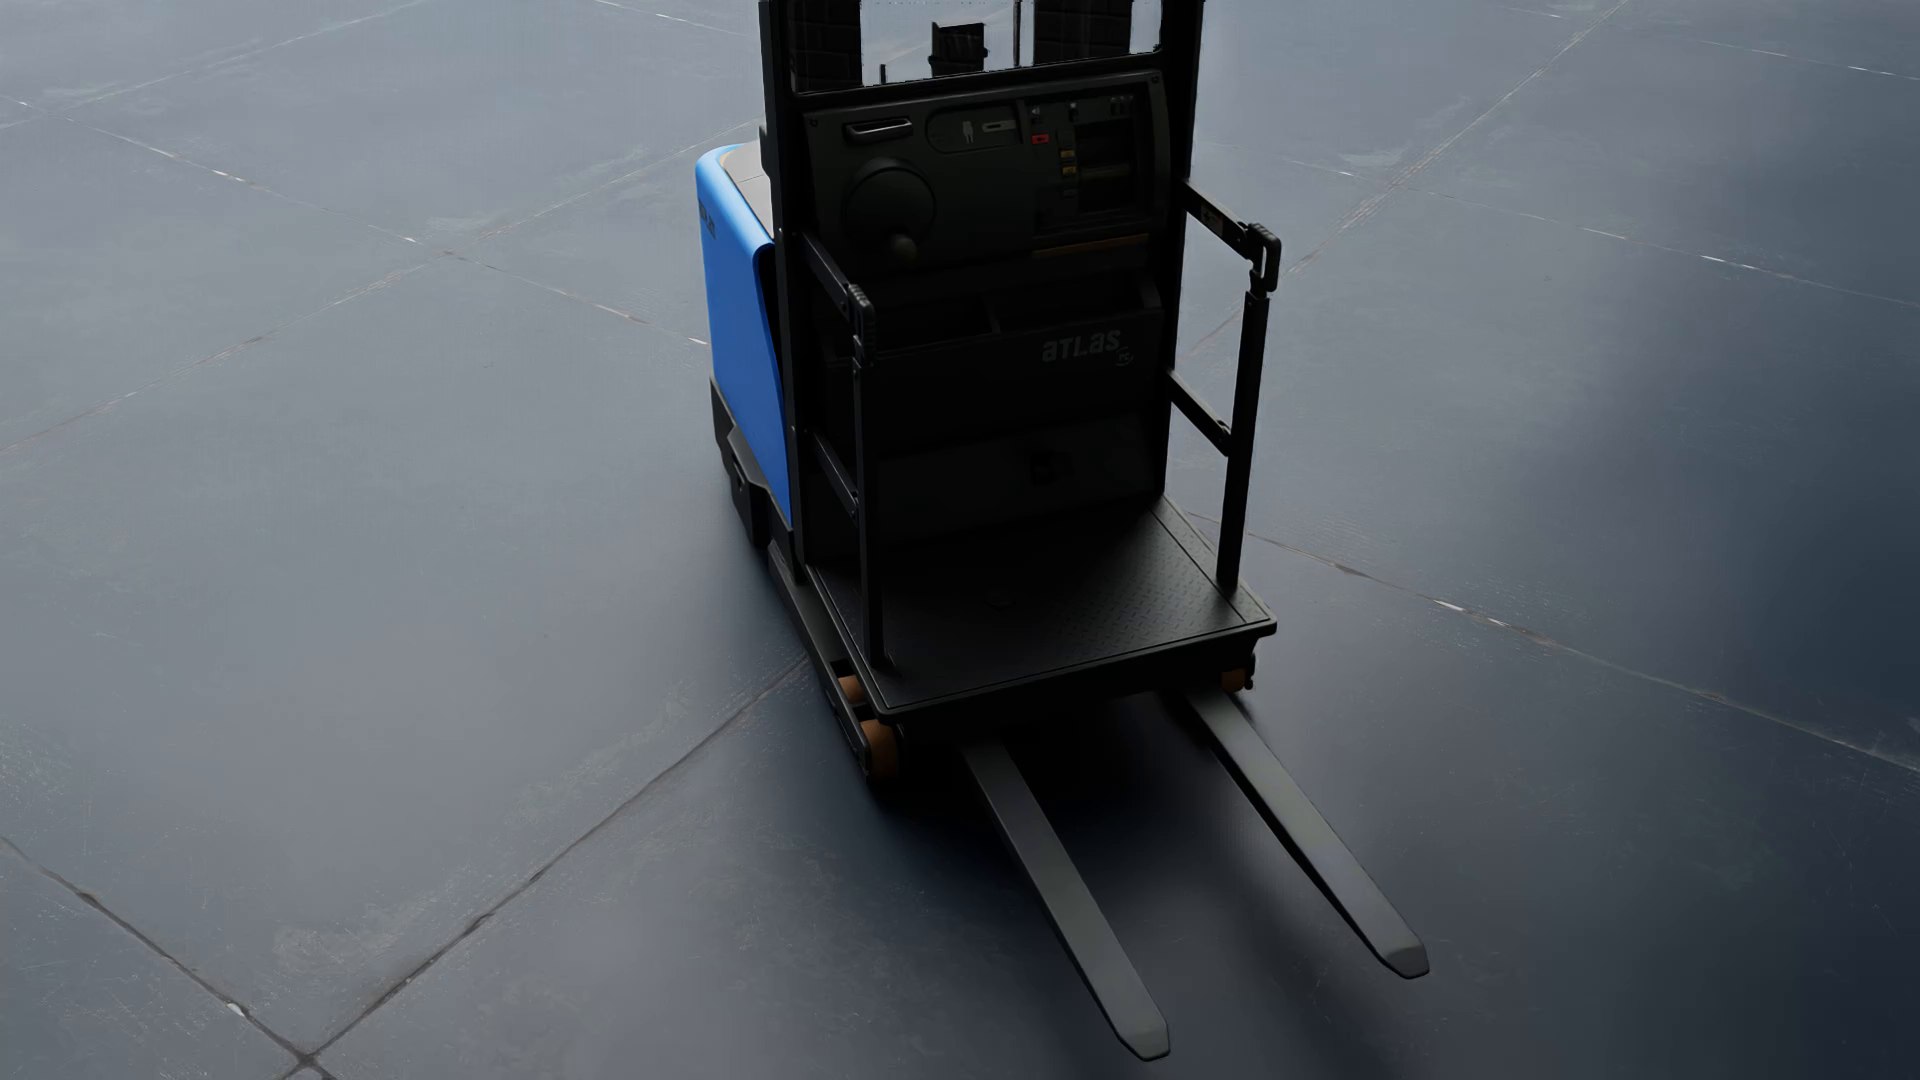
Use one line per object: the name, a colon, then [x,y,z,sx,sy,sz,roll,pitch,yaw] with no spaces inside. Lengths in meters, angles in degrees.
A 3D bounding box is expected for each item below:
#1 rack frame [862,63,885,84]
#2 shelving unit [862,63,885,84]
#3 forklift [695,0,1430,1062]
rack frame: [-0.352,-1.074,5.767,0.240,1.200,0.006,15,37,21]
shelving unit: [-0.392,-1.028,5.698,0.258,1.200,0.189,15,37,21]
forklift: [0.156,-0.851,3.891,1.130,2.935,3.031,-12,36,-17]
